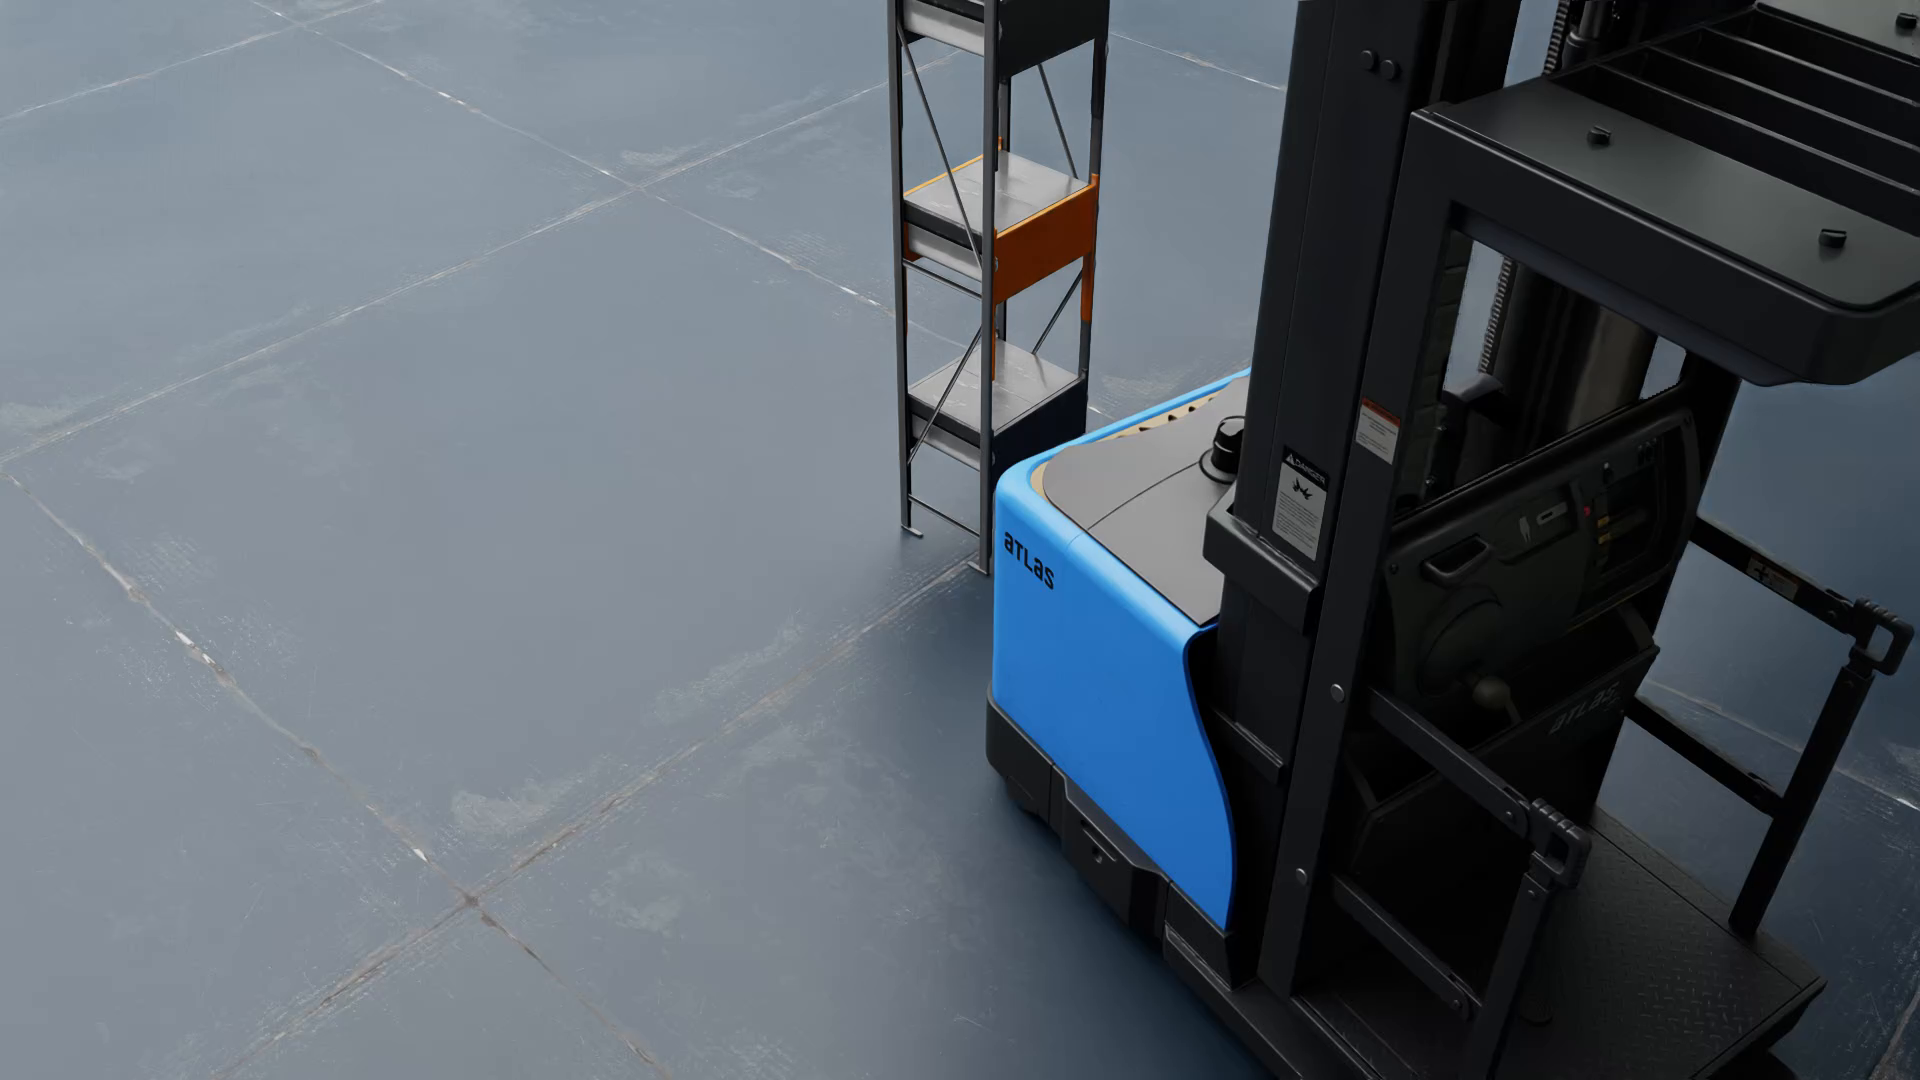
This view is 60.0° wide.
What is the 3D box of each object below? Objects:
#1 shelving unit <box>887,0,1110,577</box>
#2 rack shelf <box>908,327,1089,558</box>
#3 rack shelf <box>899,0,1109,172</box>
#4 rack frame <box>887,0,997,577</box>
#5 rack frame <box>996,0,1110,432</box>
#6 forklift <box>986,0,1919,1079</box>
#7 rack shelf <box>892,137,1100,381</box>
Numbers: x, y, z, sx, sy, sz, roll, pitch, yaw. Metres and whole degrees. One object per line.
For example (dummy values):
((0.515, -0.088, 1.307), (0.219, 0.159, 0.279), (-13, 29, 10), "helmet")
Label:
((0.112, -0.898, 5.192), (0.431, 2.100, 0.503), (30, 47, 32), "shelving unit")
((0.112, -0.339, 5.636), (0.431, 0.518, 0.480), (30, 47, 32), "rack shelf")
((0.112, -1.435, 4.765), (0.431, 0.518, 0.480), (30, 47, 32), "rack shelf")
((-0.053, -0.786, 5.051), (0.400, 2.100, 0.015), (30, 47, 32), "rack frame")
((0.276, -1.010, 5.333), (0.400, 2.100, 0.015), (30, 47, 32), "rack frame")
((1.322, 0.104, 3.265), (1.130, 2.935, 3.031), (-23, 44, -26), "forklift")
((0.112, -0.887, 5.201), (0.431, 0.518, 0.480), (30, 47, 32), "rack shelf")
